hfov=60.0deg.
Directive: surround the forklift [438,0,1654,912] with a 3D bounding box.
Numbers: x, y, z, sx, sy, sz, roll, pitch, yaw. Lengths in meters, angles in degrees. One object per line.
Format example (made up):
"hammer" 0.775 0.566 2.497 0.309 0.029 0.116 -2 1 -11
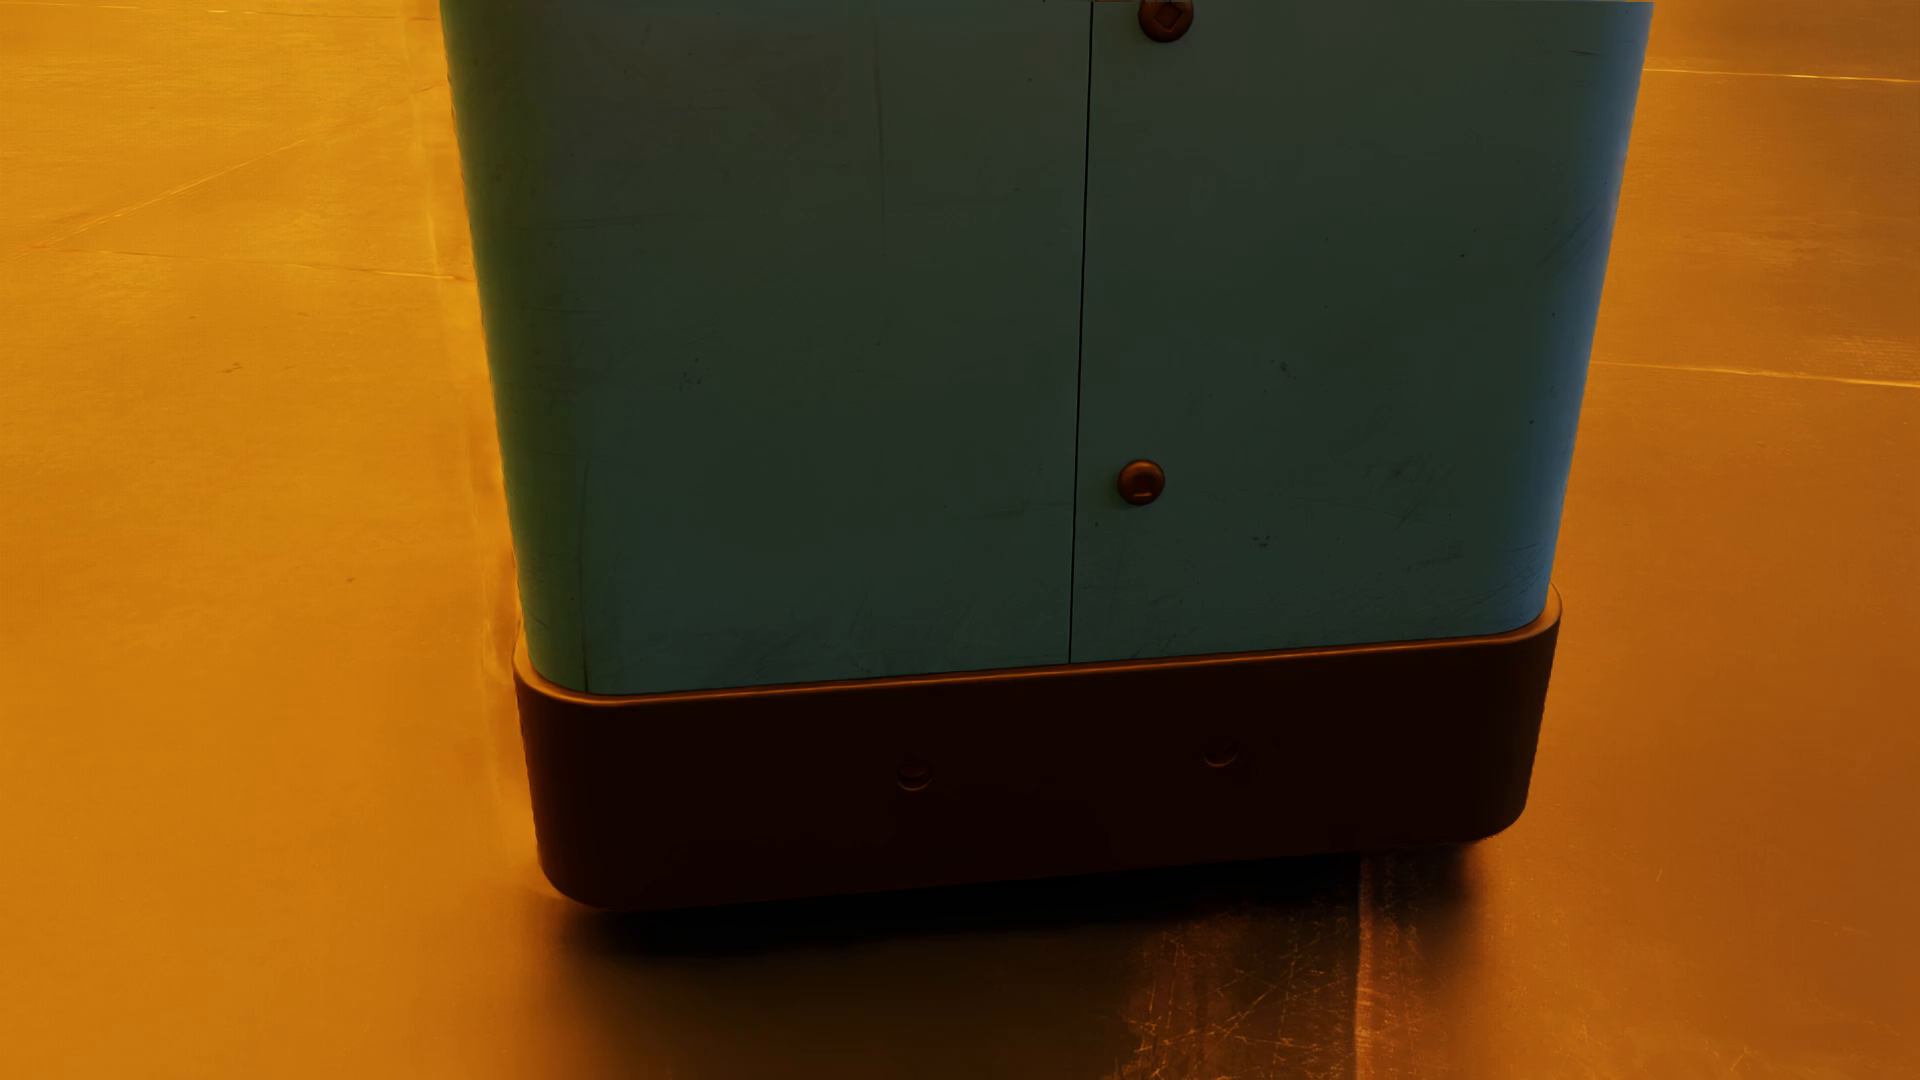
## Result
"forklift" -0.095 -1.583 2.383 1.130 2.935 3.031 -3 27 -7
